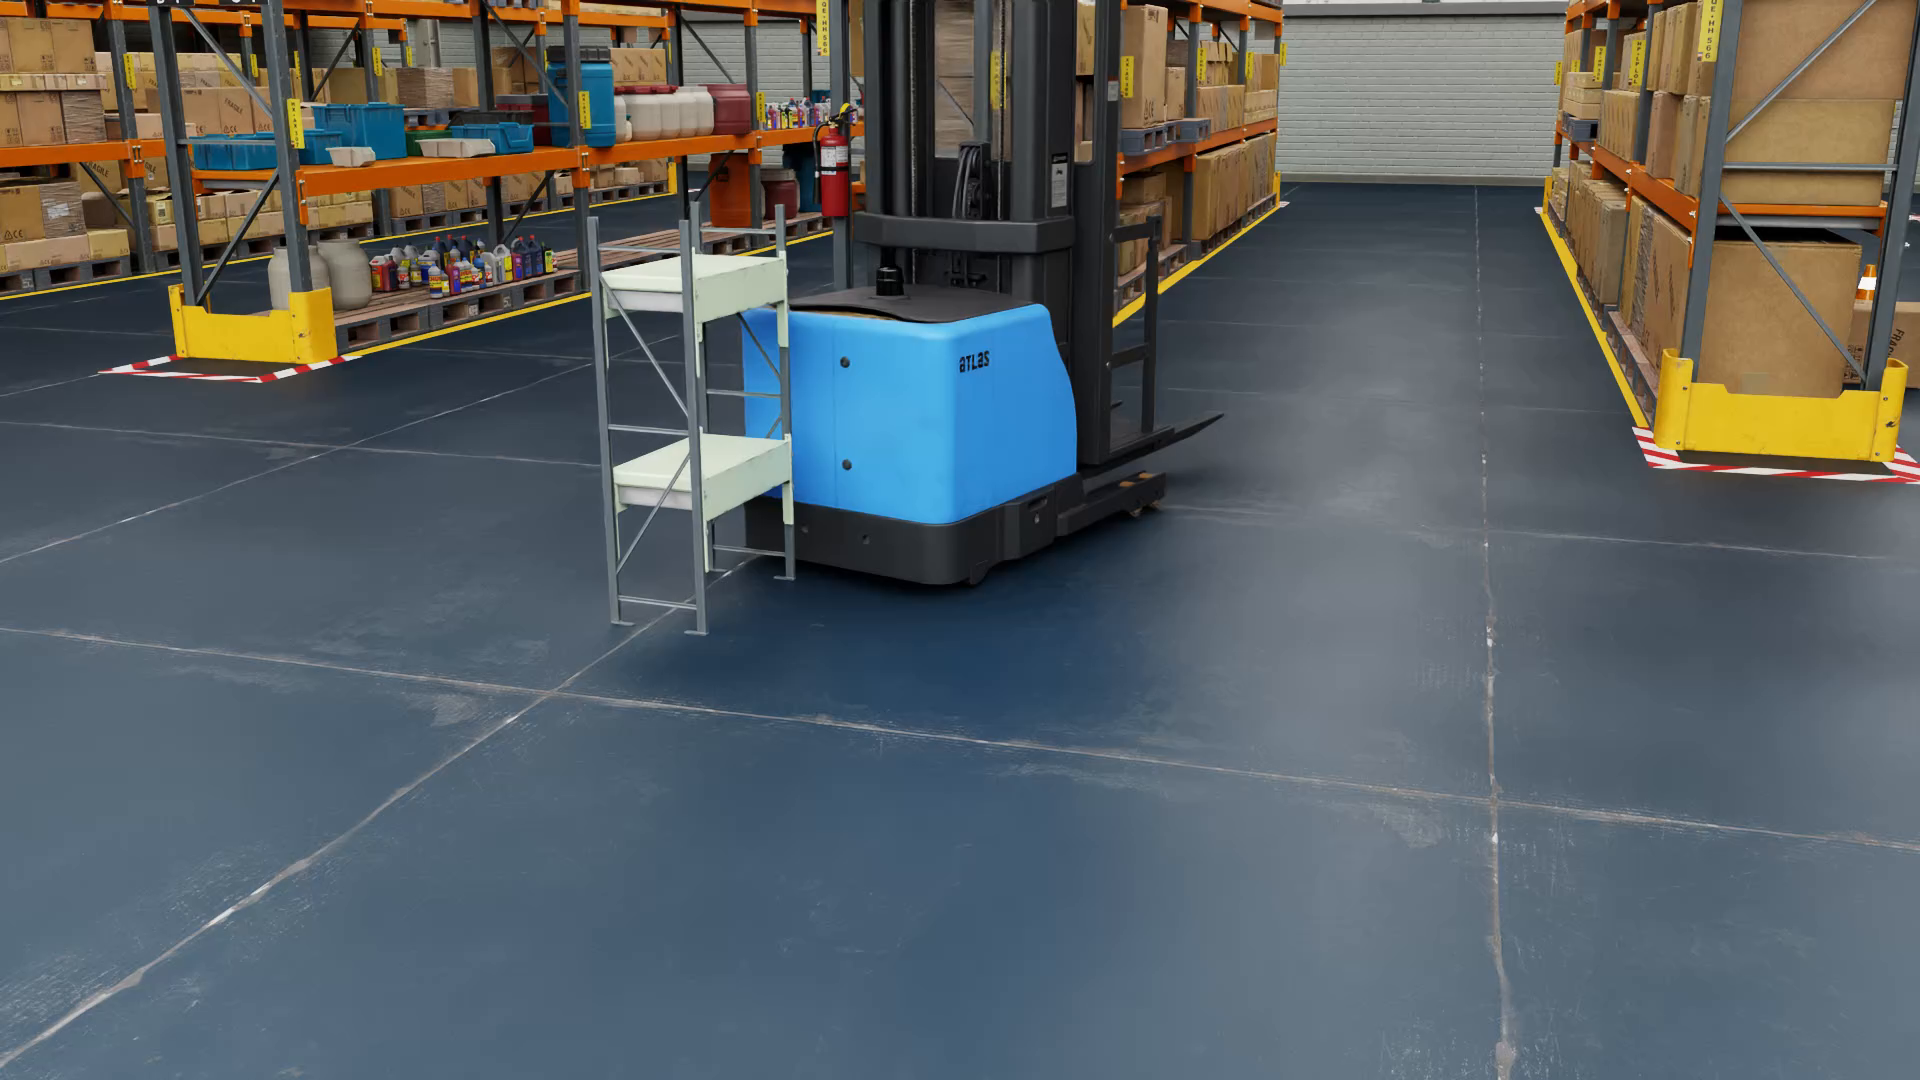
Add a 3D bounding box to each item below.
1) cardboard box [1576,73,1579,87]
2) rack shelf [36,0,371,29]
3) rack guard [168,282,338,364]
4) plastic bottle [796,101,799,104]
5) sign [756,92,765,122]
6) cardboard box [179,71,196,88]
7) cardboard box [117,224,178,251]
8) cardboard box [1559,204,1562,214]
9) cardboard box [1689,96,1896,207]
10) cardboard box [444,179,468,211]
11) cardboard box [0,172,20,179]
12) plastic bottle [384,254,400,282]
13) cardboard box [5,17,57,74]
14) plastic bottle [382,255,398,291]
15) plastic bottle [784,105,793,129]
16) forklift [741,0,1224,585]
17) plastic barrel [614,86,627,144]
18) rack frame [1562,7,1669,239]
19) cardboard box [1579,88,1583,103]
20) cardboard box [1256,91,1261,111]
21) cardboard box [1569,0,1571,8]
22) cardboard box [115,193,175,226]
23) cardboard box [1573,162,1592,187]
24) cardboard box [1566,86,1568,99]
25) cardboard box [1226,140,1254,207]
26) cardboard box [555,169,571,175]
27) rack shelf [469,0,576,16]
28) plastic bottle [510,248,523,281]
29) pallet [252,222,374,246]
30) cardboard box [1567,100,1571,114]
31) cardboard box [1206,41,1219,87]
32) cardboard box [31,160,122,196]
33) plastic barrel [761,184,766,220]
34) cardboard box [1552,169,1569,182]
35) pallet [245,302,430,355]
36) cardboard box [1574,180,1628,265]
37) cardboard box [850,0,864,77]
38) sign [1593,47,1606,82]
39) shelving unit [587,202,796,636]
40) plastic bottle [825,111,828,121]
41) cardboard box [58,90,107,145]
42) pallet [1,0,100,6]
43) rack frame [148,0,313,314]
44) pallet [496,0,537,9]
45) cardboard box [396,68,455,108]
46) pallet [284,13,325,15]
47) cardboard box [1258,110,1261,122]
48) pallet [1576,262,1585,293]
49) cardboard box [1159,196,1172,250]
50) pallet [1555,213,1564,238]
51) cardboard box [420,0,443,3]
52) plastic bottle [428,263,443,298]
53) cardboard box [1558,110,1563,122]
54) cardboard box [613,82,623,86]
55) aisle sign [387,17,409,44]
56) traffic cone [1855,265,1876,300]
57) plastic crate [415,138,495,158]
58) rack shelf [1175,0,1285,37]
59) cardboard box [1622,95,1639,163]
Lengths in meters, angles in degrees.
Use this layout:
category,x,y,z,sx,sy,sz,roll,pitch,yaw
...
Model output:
category,x,y,z,sx,sy,sz,roll,pitch,yaw
cardboard box,6.699,-4.838,17.490,0.380,0.149,0.250,5,16,16
rack shelf,-8.087,-5.794,18.082,1.077,0.370,4.000,5,16,16
rack guard,-5.068,-1.563,11.925,1.175,0.500,0.348,5,16,16
plastic bottle,-2.185,-5.728,22.241,0.061,0.283,0.133,5,16,16
sign,-2.241,-4.873,18.714,0.100,0.325,0.005,5,16,16
cardboard box,-11.309,-6.446,23.792,0.500,0.500,0.500,5,16,16
cardboard box,-8.303,-3.139,17.170,0.500,0.250,0.500,4,16,15
cardboard box,7.793,-4.182,21.031,0.380,0.149,0.250,4,16,14
cardboard box,4.493,-2.120,9.032,0.875,0.550,0.550,5,16,16
cardboard box,-6.825,-4.595,21.806,0.500,0.500,0.500,4,16,15
cardboard box,-12.424,-4.420,21.191,0.700,0.500,0.500,5,17,17
plastic bottle,-4.805,-2.258,13.979,0.152,0.276,0.135,4,16,14
cardboard box,-8.918,-4.597,15.480,0.700,0.500,0.500,5,16,16
plastic bottle,-4.742,-2.217,13.822,0.061,0.283,0.133,5,16,16
plastic bottle,-2.059,-5.080,19.957,0.061,0.283,0.133,5,16,16
forklift,0.318,-1.580,7.528,1.130,2.935,3.031,10,19,31
plastic barrel,-3.425,-4.088,15.994,0.433,0.535,0.433,0,16,0
rack frame,7.841,-5.087,19.766,1.000,3.000,0.127,5,16,16
cardboard box,6.483,-4.499,16.840,0.380,0.149,0.250,5,17,18
cardboard box,3.787,-5.937,22.494,0.500,0.250,0.500,5,17,17
cardboard box,8.606,-7.406,22.723,0.500,0.250,0.500,5,17,18
cardboard box,-8.299,-3.412,17.103,0.500,0.311,0.500,5,16,16
cardboard box,7.229,-4.135,18.846,0.500,0.250,0.500,5,17,17
cardboard box,7.217,-5.176,19.225,0.380,0.149,0.250,4,16,15
cardboard box,3.379,-4.844,22.035,0.875,0.875,0.875,5,16,16
cardboard box,-6.279,-5.552,25.529,0.500,0.311,0.500,5,16,16
rack shelf,-4.476,-4.363,13.034,1.077,0.370,4.000,5,16,16
plastic bottle,-3.875,-2.407,14.489,0.061,0.283,0.133,6,17,20
pallet,-7.790,-3.667,19.869,1.003,0.211,1.213,5,16,16
cardboard box,6.996,-4.830,18.552,0.380,0.149,0.250,4,16,13
cardboard box,2.573,-5.518,19.266,0.797,0.503,0.637,5,17,18
cardboard box,-11.935,-4.954,22.467,0.750,0.750,0.750,4,16,15
plastic barrel,-2.573,-4.124,20.163,0.421,0.512,0.421,0,16,0
cardboard box,8.346,-5.002,22.831,0.380,0.149,0.250,5,16,16
pallet,-4.832,-1.637,12.712,1.003,0.211,1.213,5,16,16
cardboard box,6.445,-3.008,15.789,1.050,0.750,0.750,4,16,15
cardboard box,-0.376,-3.194,10.531,0.500,0.500,0.500,5,16,16
sign,6.182,-4.599,16.069,0.100,0.325,0.005,5,16,16
shelving unit,-0.986,-0.484,6.287,0.431,1.500,0.755,6,17,20
plastic bottle,-1.728,-5.363,21.104,0.097,0.201,0.097,0,16,0
cardboard box,-8.776,-4.105,16.123,0.700,0.500,0.500,4,16,14
pallet,-12.137,-7.128,21.813,1.213,0.211,1.003,5,17,18
rack frame,-5.044,-2.742,11.501,1.000,3.000,0.127,5,16,16
pallet,-6.635,-7.454,22.961,1.213,0.211,1.003,5,16,16
cardboard box,-7.005,-5.869,21.570,0.700,0.500,0.500,8,18,26
pallet,-10.541,-8.582,26.754,1.003,0.211,1.213,5,16,16
cardboard box,3.886,-5.768,22.627,0.380,0.149,0.250,5,17,17
pallet,6.408,-2.498,15.750,1.003,0.211,1.213,5,16,16
cardboard box,1.807,-3.284,17.183,0.700,0.500,0.500,4,16,13
pallet,7.998,-3.924,20.776,1.003,0.211,1.213,5,16,16
cardboard box,-7.134,-7.098,21.176,0.910,0.500,0.500,5,16,16
plastic bottle,-4.230,-2.092,13.400,0.097,0.271,0.097,0,16,0
cardboard box,8.411,-5.817,22.801,0.380,0.149,0.250,4,16,14
cardboard box,-5.546,-6.825,25.713,0.500,0.500,0.500,4,16,15
aisle sign,-9.688,-8.943,28.597,0.394,0.787,0.004,5,16,16
traffic cone,7.397,-2.007,13.557,0.336,0.463,0.334,5,16,16
plastic crate,-4.126,-3.218,13.659,0.530,0.136,0.437,5,16,16
rack shelf,3.683,-7.118,22.749,1.077,0.370,4.000,5,16,16
cardboard box,5.460,-3.199,12.928,0.500,0.500,0.500,5,16,16
